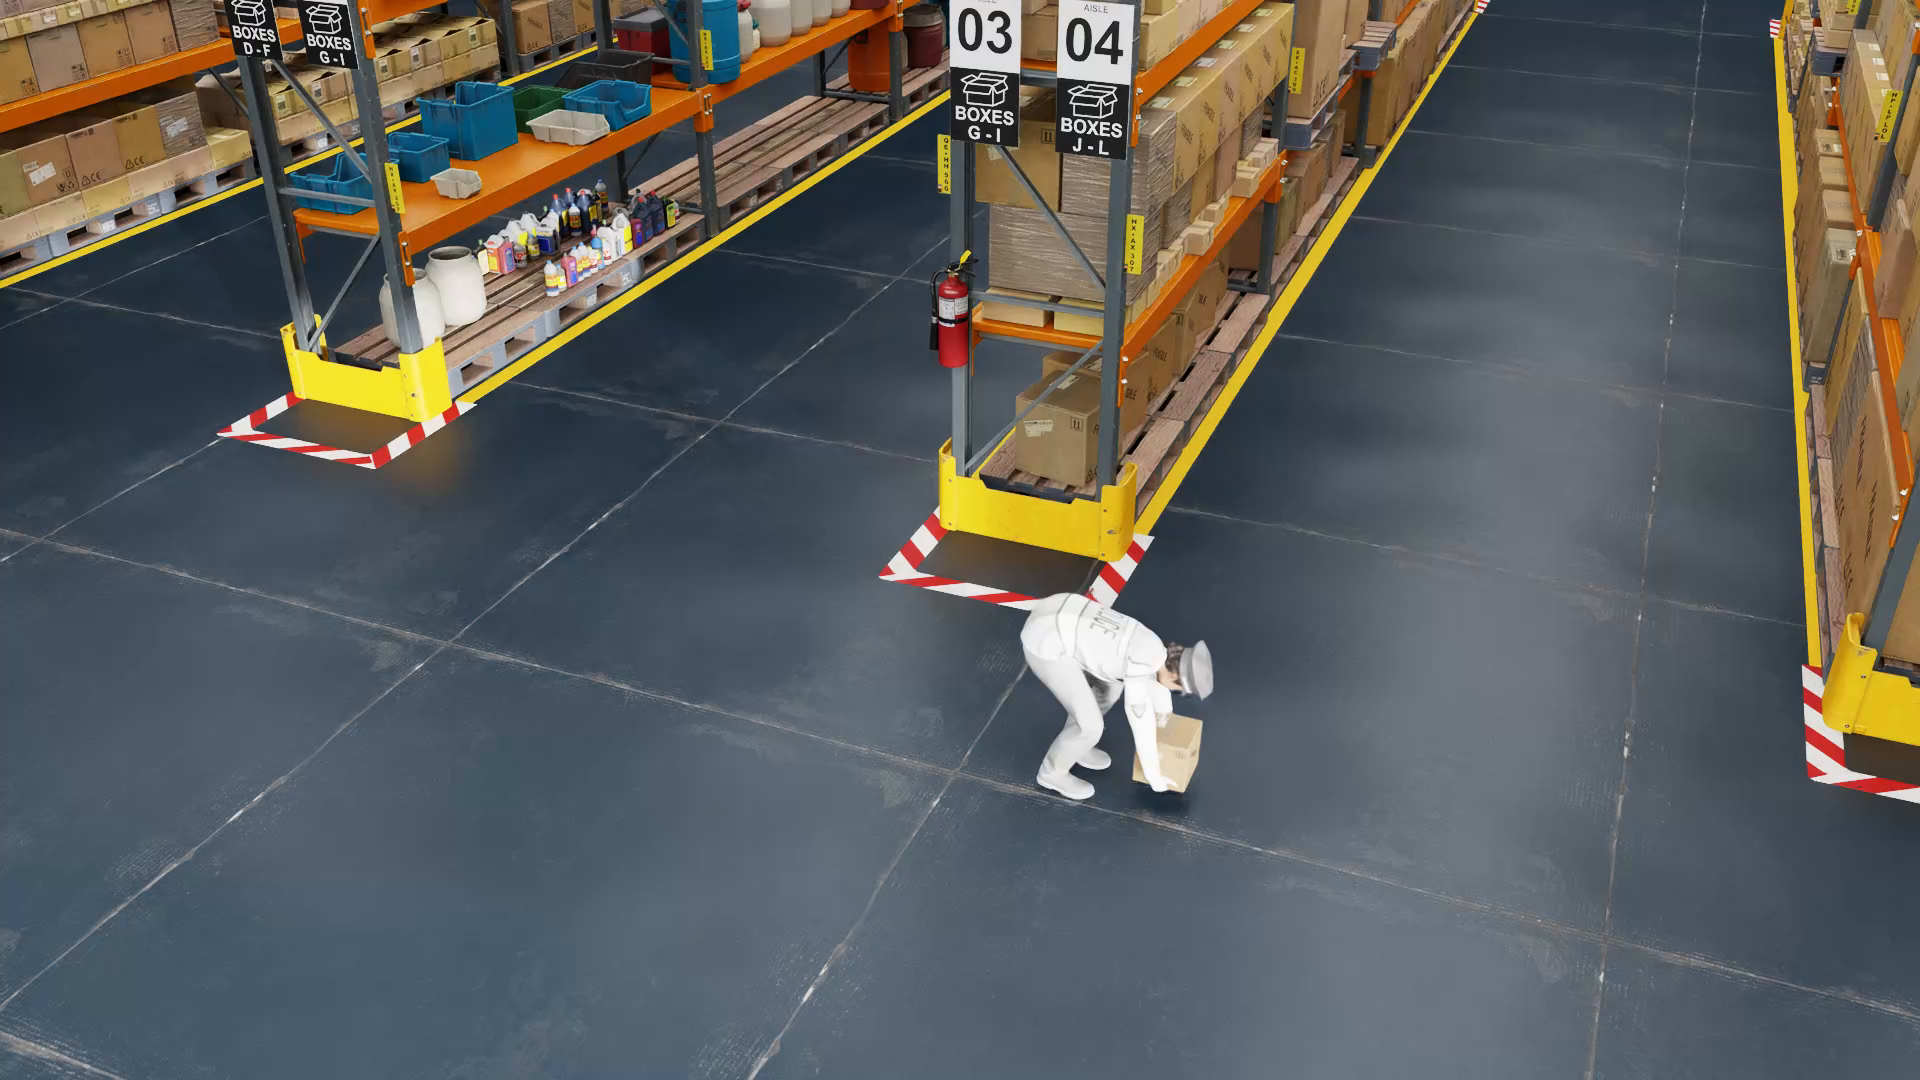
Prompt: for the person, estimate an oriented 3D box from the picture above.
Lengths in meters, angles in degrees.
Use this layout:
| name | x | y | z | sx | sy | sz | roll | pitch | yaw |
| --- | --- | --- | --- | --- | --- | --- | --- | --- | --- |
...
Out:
| name | x | y | z | sx | sy | sz | roll | pitch | yaw |
| --- | --- | --- | --- | --- | --- | --- | --- | --- | --- |
| person | 0.726 | 0.750 | 7.780 | 0.901 | 0.972 | 0.444 | 10 | 31 | 17 |
